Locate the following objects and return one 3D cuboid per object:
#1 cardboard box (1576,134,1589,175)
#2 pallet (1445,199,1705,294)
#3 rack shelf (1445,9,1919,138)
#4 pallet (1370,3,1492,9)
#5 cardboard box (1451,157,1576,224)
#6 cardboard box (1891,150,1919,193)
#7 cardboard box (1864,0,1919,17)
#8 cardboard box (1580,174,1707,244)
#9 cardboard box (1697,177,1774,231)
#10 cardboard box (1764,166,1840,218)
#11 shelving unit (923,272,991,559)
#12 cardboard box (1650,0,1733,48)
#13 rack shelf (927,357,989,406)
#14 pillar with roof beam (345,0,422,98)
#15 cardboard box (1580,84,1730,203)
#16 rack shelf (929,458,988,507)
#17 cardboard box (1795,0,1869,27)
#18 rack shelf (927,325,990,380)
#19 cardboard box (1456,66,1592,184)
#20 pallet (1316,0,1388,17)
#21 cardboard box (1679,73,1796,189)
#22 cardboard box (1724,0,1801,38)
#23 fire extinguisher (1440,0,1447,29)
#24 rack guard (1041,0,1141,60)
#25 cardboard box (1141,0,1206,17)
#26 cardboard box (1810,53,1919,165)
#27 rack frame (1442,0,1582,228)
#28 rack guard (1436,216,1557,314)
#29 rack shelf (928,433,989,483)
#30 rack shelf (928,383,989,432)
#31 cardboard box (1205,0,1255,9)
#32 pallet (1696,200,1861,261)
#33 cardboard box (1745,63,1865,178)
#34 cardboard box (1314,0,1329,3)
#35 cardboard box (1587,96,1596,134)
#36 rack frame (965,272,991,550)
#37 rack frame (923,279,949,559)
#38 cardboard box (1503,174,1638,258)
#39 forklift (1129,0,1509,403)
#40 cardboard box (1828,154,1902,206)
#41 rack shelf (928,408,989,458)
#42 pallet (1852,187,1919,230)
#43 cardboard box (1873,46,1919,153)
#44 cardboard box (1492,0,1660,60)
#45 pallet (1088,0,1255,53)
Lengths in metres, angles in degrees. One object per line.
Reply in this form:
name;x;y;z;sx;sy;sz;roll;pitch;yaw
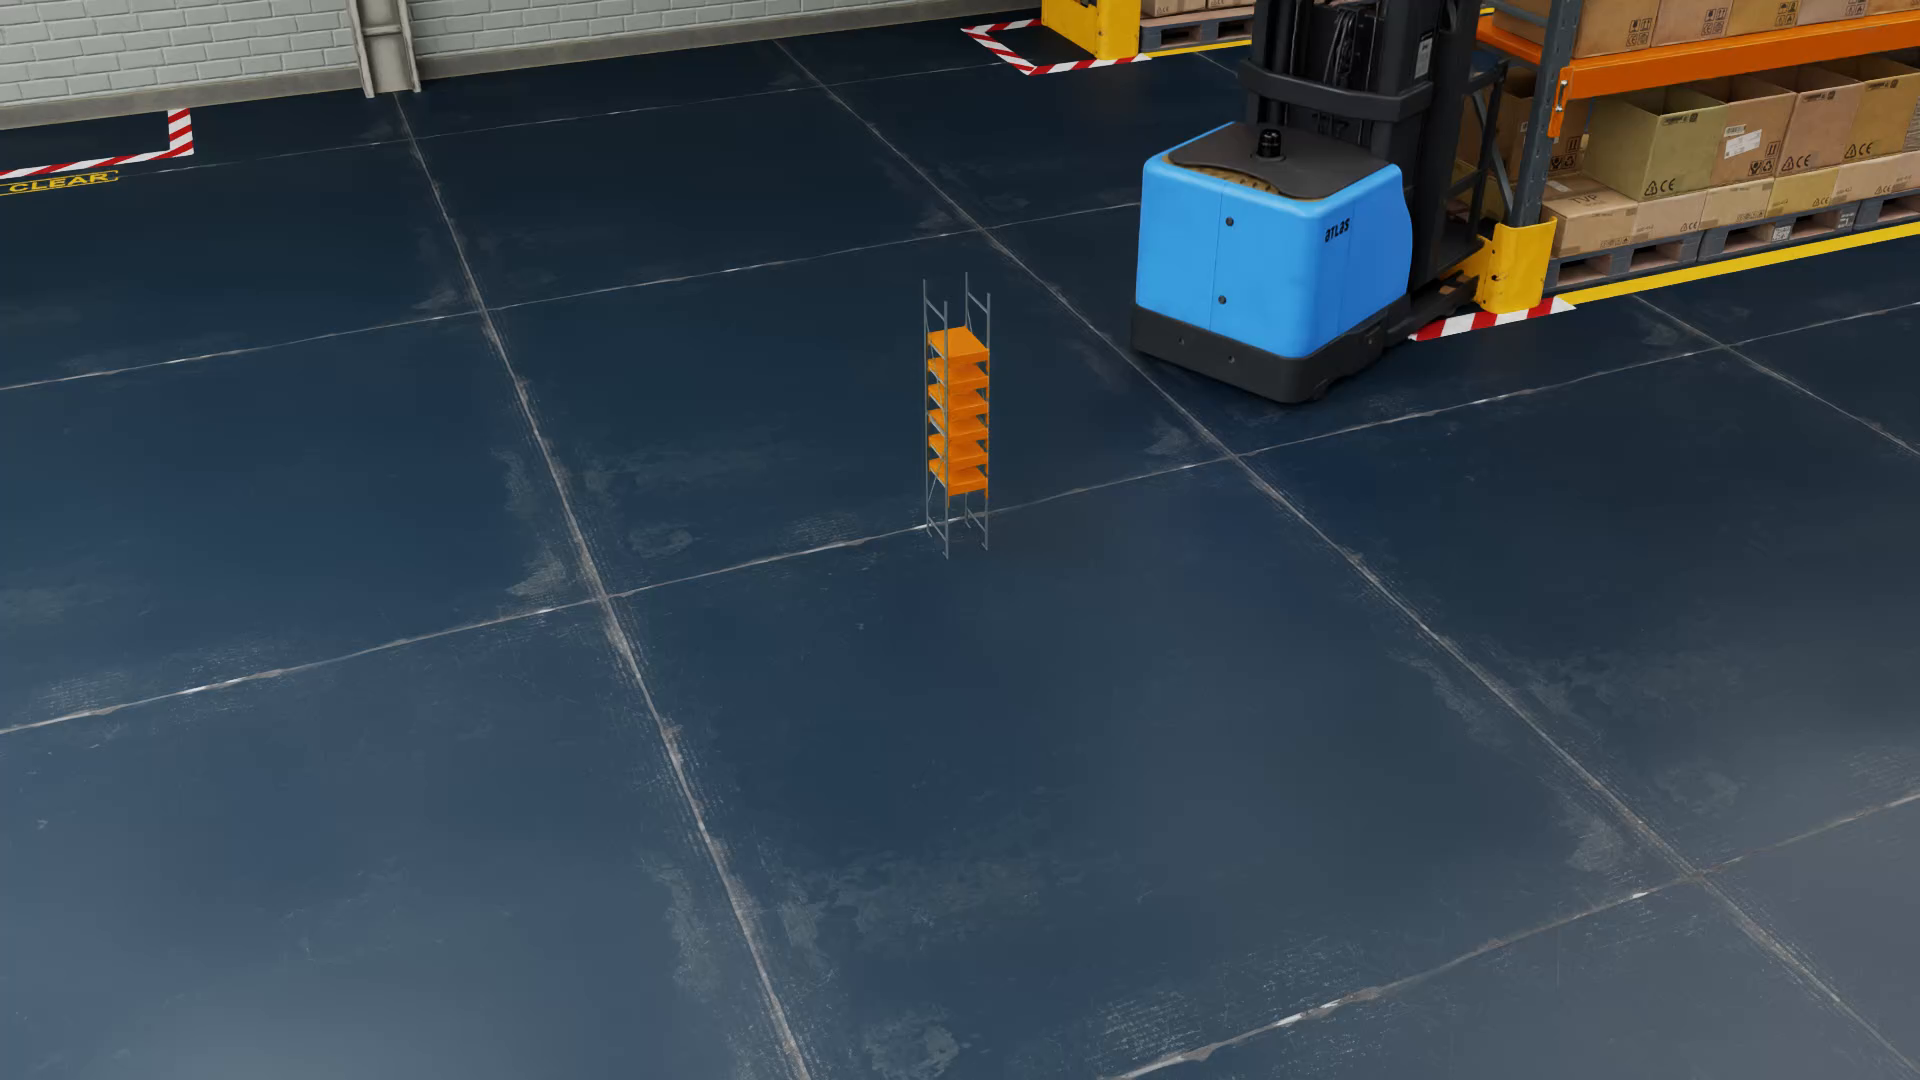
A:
cardboard box;3.730;-2.224;10.053;0.500;0.250;0.500;-13;35;-19
pallet;3.583;-1.840;9.885;1.213;0.211;1.003;-13;35;-19
rack shelf;4.738;-2.947;9.689;4.000;0.370;1.077;-13;35;-19
pallet;4.055;-4.833;14.484;1.213;0.211;1.003;-13;35;-19
cardboard box;3.274;-2.112;9.882;0.500;0.250;0.500;-13;35;-19
cardboard box;5.774;-2.386;10.303;0.500;0.250;0.500;-13;35;-19
cardboard box;5.227;-3.398;9.630;0.500;0.500;0.700;-12;35;-18
cardboard box;3.934;-1.959;9.647;0.500;0.250;0.500;-13;35;-19
cardboard box;4.395;-2.064;9.808;0.500;0.250;0.500;-13;35;-19
cardboard box;4.858;-2.167;9.967;0.500;0.250;0.500;-13;35;-19
shelving unit;-0.013;-0.500;6.918;0.189;1.200;0.258;-13;35;-19
cardboard box;3.812;-3.074;9.132;0.500;0.500;0.700;-12;35;-18
rack shelf;-0.013;-0.664;6.811;0.180;0.103;0.258;-13;35;-19
pillar with roof beam;-2.582;-4.983;6.657;0.400;9.000;9.100;-13;35;-19
cardboard box;3.935;-2.272;9.441;0.500;0.500;0.500;-13;35;-19
rack shelf;-0.013;-0.261;7.073;0.180;0.103;0.258;-13;35;-19
cardboard box;4.756;-3.289;9.463;0.500;0.500;0.700;-12;35;-18
rack shelf;-0.013;-0.764;6.746;0.180;0.103;0.258;-13;35;-19
cardboard box;3.273;-2.427;9.679;0.500;0.500;0.500;-13;35;-19
pallet;2.929;-4.573;14.085;1.213;0.211;1.003;-13;35;-19
cardboard box;4.391;-2.384;9.613;0.500;0.500;0.500;-13;35;-19
cardboard box;4.272;-3.176;9.289;0.500;0.500;0.700;-13;35;-19
fire extinguisher;2.605;-3.003;9.186;0.183;0.674;0.296;-13;35;-19
rack guard;1.043;-4.285;13.378;0.348;0.500;1.175;-13;35;-19
cardboard box;1.646;-4.475;13.439;0.500;0.311;0.500;-17;37;-24
cardboard box;5.314;-2.594;9.935;0.500;0.500;0.500;-13;35;-19
rack frame;2.894;-2.827;8.844;0.127;3.000;1.000;-13;35;-19
rack guard;2.872;-1.774;9.518;0.348;0.500;1.175;-13;35;-19
rack shelf;-0.013;-0.362;7.008;0.180;0.103;0.258;-13;35;-19
rack shelf;-0.013;-0.563;6.877;0.180;0.103;0.258;-13;35;-19
cardboard box;2.171;-4.595;13.624;0.500;0.311;0.500;-10;34;-15
pallet;4.706;-2.096;10.278;1.213;0.211;1.003;-13;35;-19
cardboard box;4.859;-2.481;9.762;0.500;0.500;0.500;-13;35;-19
cardboard box;2.867;-4.804;13.772;0.500;0.500;0.700;-15;36;-22
cardboard box;4.189;-2.646;10.015;0.500;0.500;0.500;-13;35;-19
rack frame;0.071;-0.519;6.948;0.006;1.200;0.240;-13;35;-19
rack frame;-0.098;-0.481;6.888;0.006;1.200;0.240;-13;35;-19
cardboard box;3.474;-1.852;9.481;0.500;0.250;0.500;-13;35;-19
forklift;2.241;-2.621;8.591;1.130;2.935;3.031;26;41;34
cardboard box;5.319;-2.273;10.130;0.500;0.250;0.500;-13;35;-19
rack shelf;-0.013;-0.463;6.942;0.180;0.103;0.258;-13;35;-19
pallet;5.833;-2.356;10.677;1.213;0.211;1.003;-13;35;-19
cardboard box;5.773;-2.702;10.100;0.500;0.500;0.500;-13;35;-19
cardboard box;3.329;-2.961;8.958;0.500;0.500;0.700;-13;35;-19
pallet;1.806;-4.318;13.693;1.213;0.211;1.003;-13;35;-19
